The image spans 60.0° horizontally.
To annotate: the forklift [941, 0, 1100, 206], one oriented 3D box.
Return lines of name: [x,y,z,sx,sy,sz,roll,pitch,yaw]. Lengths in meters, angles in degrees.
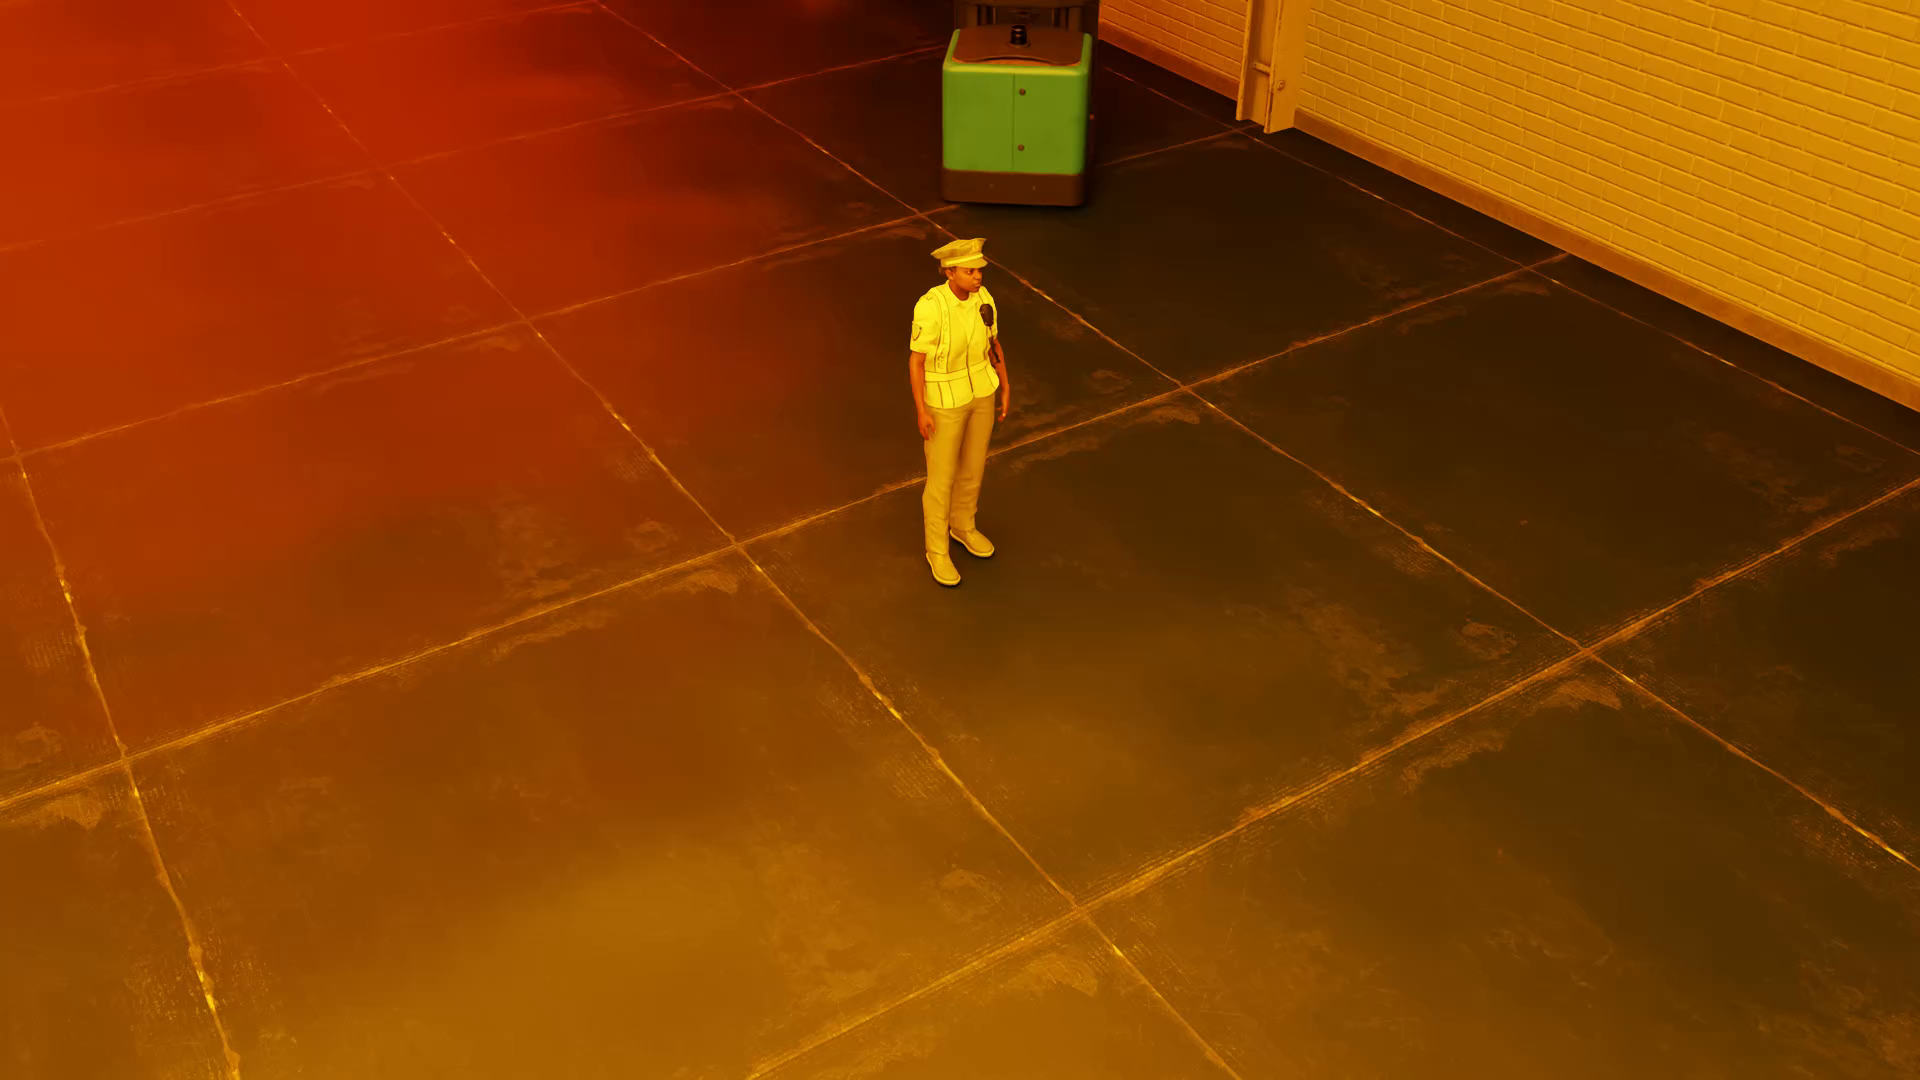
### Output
forklift: [0.527,-4.436,12.461,1.130,2.935,3.031,3,35,5]

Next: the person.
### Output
person: [0.025,-0.655,8.145,0.569,1.693,0.526,-21,40,-27]
